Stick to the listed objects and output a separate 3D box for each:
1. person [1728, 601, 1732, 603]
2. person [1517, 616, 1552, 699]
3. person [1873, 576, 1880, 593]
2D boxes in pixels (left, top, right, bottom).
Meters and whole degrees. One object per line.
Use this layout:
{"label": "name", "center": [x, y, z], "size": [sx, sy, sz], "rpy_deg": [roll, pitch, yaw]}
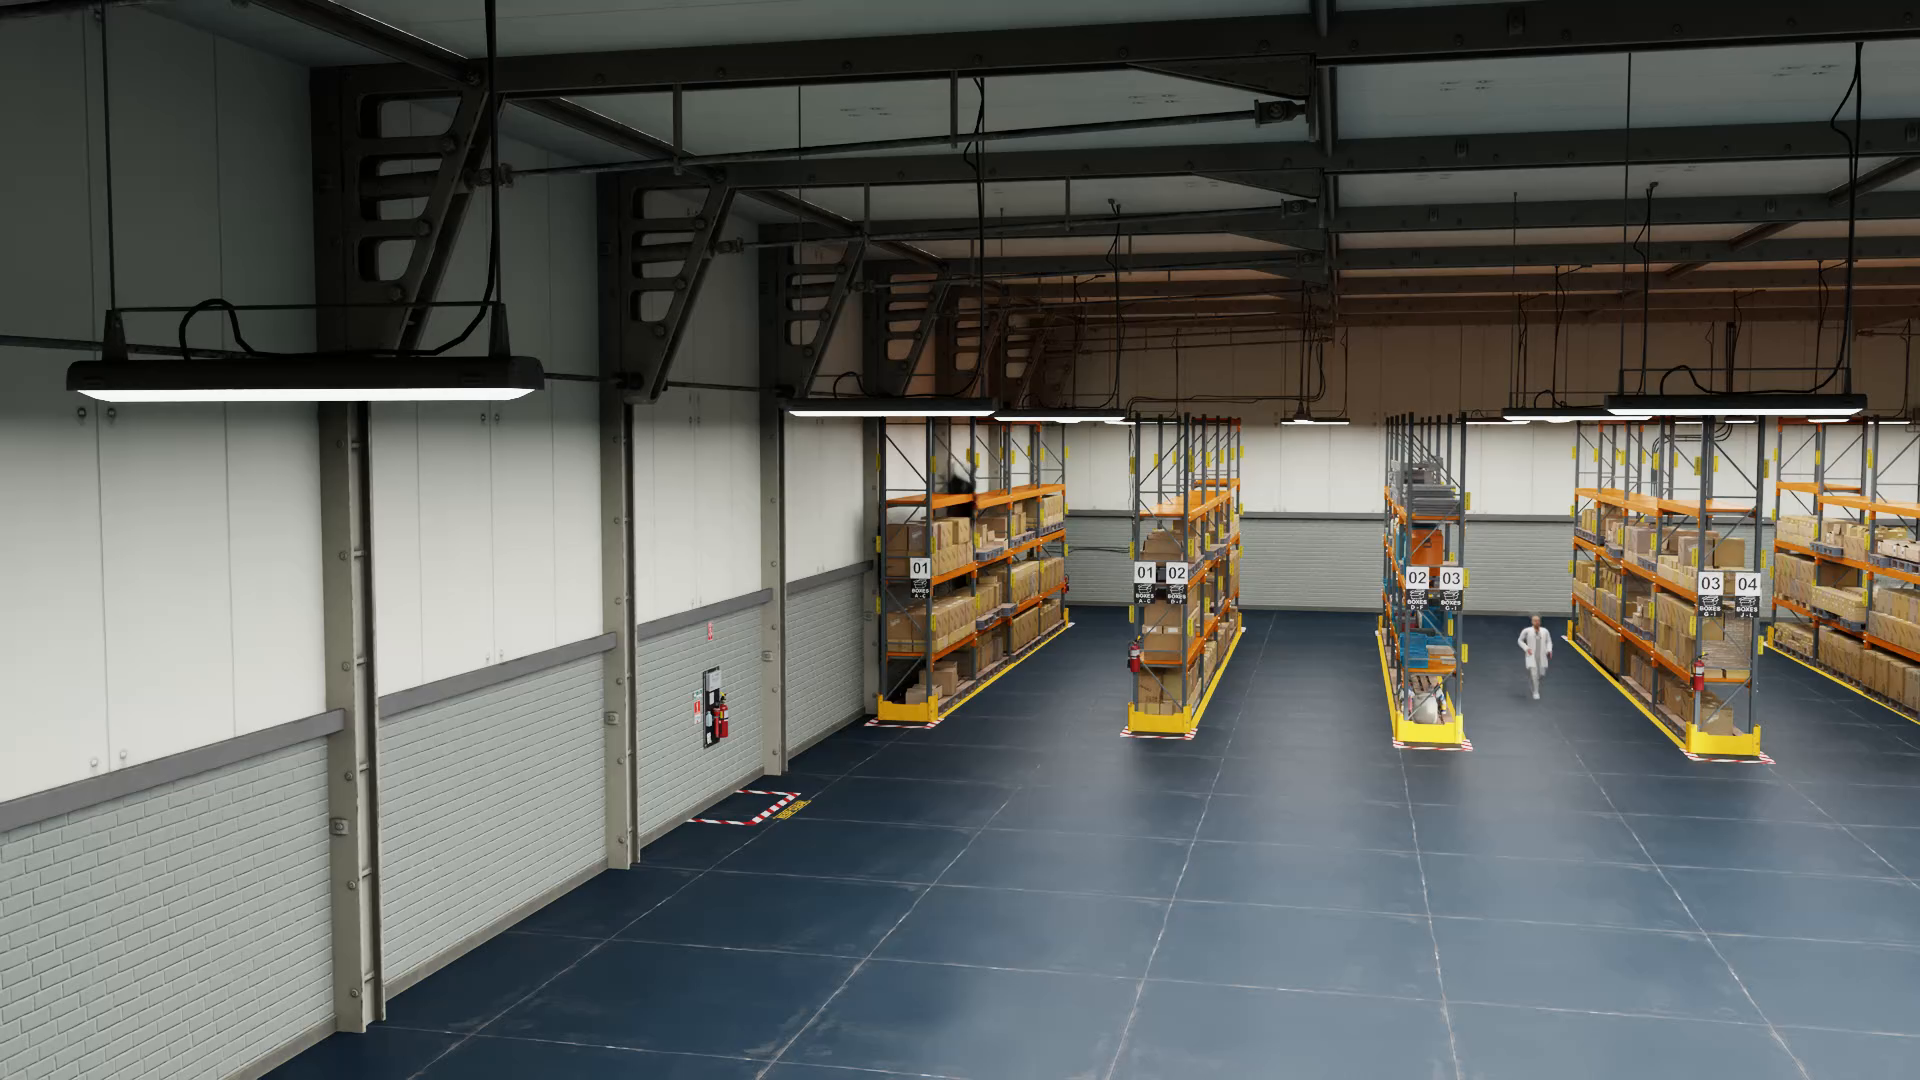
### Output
{"label": "person", "center": [20.118, 1.938, 44.089], "size": [0.818, 1.655, 0.730], "rpy_deg": [-3, 5, -35]}
{"label": "person", "center": [12.211, 2.477, 35.325], "size": [0.712, 1.739, 0.652], "rpy_deg": [0, 4, 5]}
{"label": "person", "center": [24.347, 1.865, 44.326], "size": [0.777, 1.859, 0.621], "rpy_deg": [1, 4, 19]}
